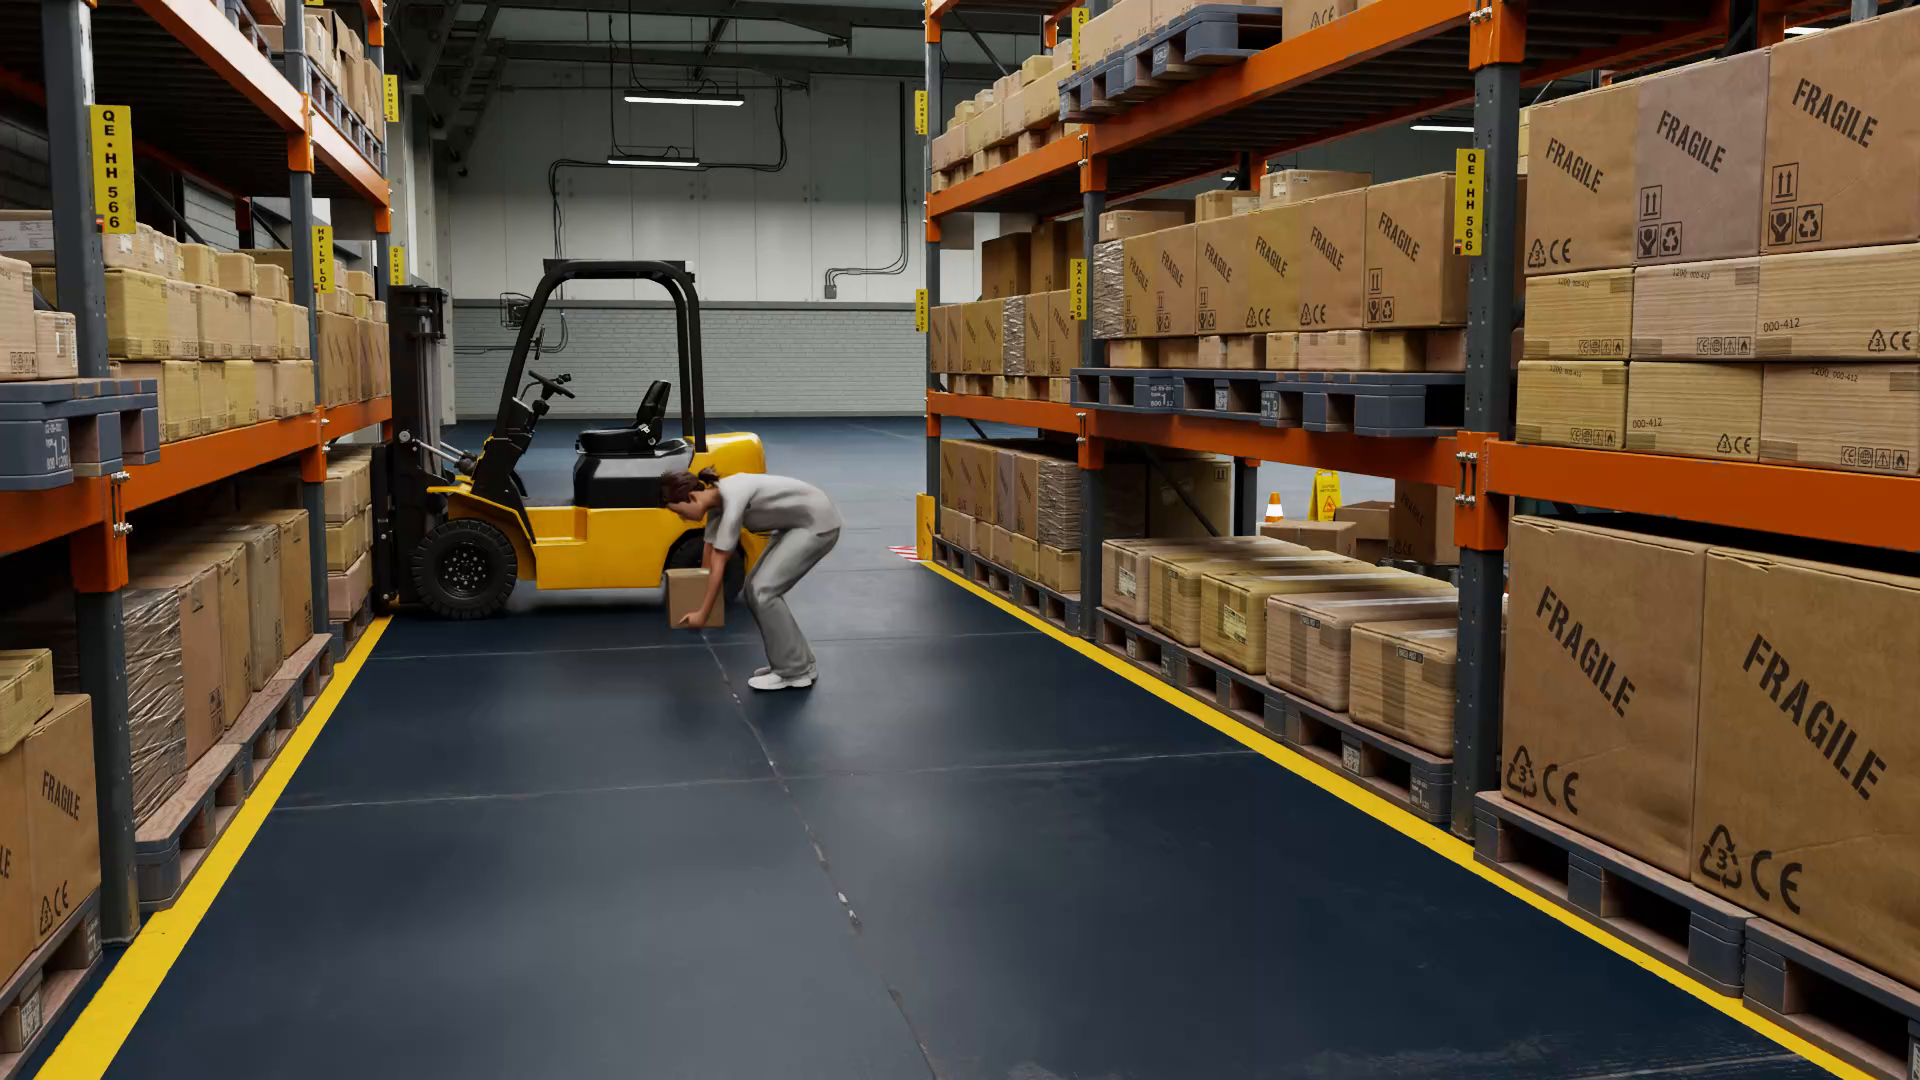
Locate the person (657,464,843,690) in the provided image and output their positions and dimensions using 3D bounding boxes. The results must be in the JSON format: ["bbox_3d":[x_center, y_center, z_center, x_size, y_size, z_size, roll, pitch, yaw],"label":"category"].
[{"bbox_3d":[-0.993,0.167,7.899,0.864,1.074,0.449,-2,6,-16],"label":"person"}]
